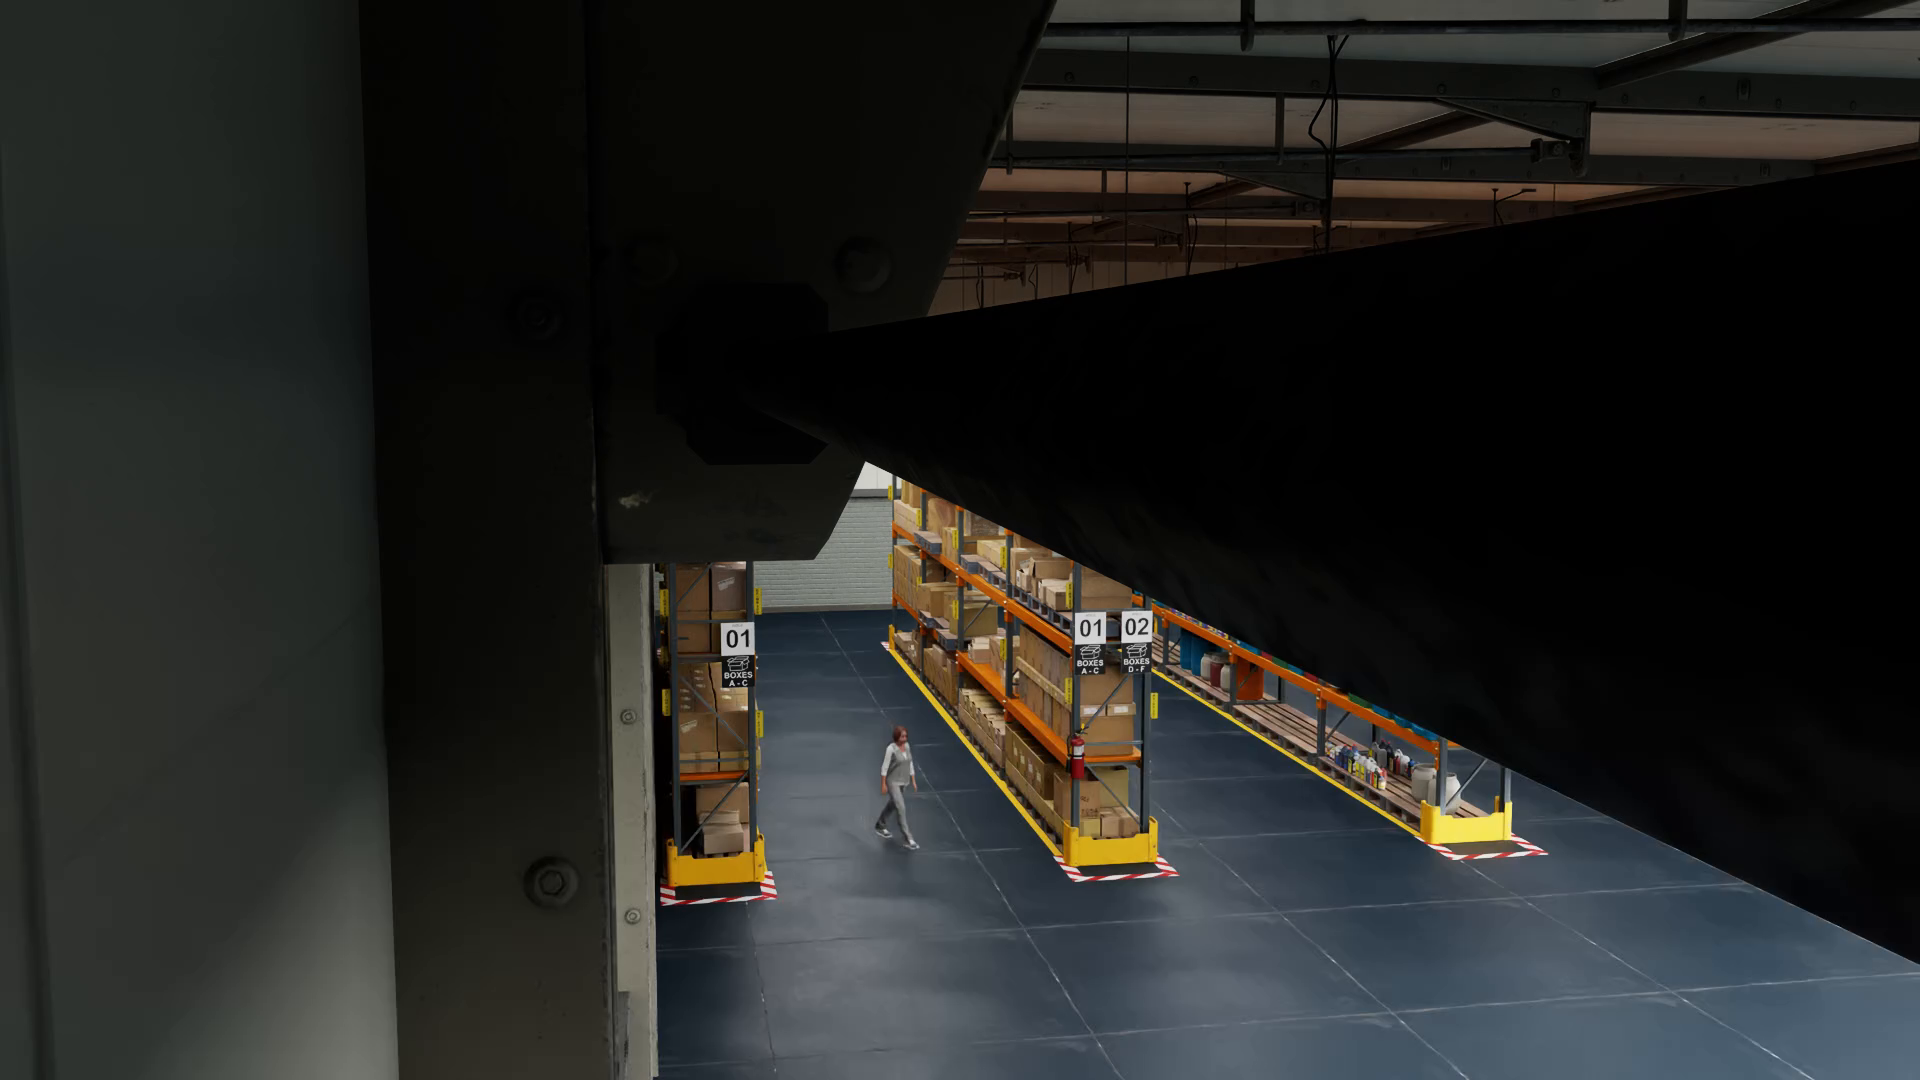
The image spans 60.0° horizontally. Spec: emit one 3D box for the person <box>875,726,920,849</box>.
[{"bbox_3d":[-0.793,3.192,21.733,0.919,1.544,0.447,4,8,36],"label":"person"}]
